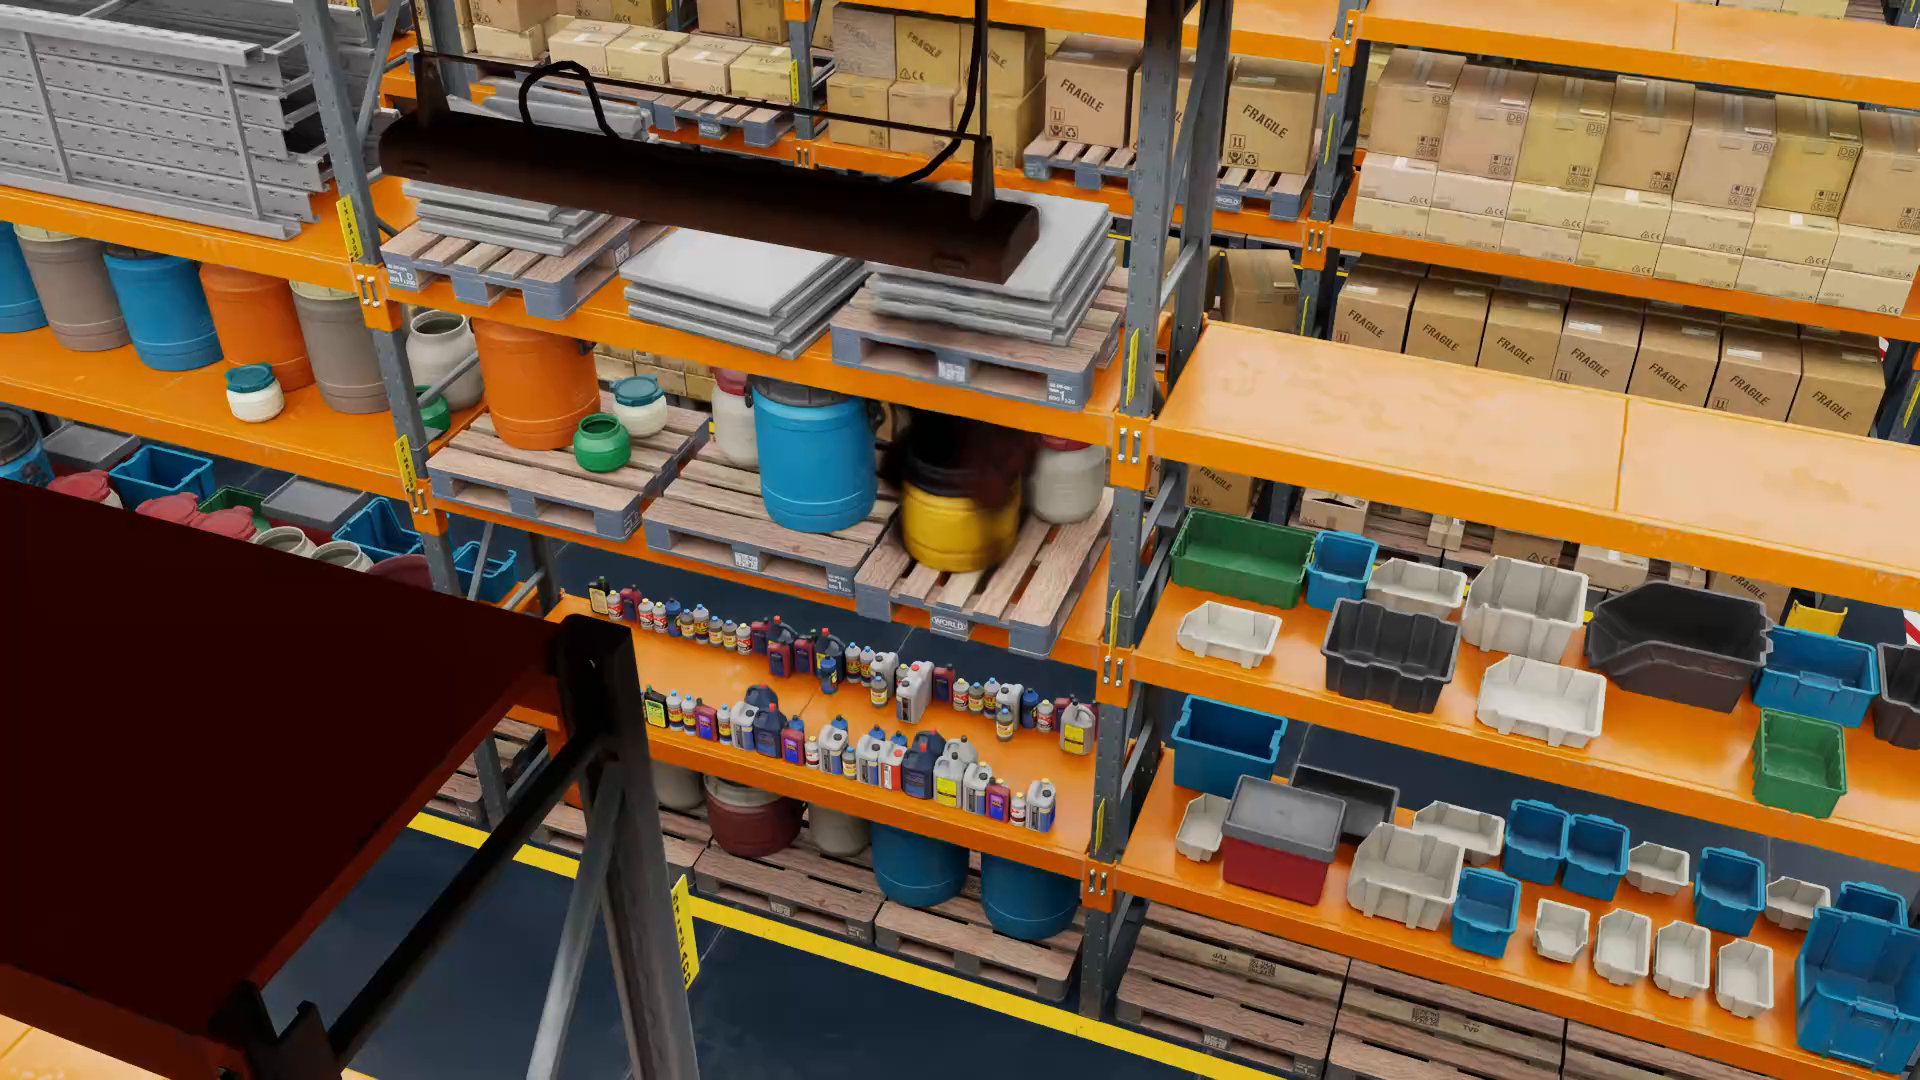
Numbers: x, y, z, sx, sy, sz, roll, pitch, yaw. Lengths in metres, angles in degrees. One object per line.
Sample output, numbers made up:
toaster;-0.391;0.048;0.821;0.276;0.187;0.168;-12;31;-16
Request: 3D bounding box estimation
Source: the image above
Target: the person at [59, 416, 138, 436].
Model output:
person;-7.482;-1.510;13.987;1.088;1.806;0.616;3;37;4
